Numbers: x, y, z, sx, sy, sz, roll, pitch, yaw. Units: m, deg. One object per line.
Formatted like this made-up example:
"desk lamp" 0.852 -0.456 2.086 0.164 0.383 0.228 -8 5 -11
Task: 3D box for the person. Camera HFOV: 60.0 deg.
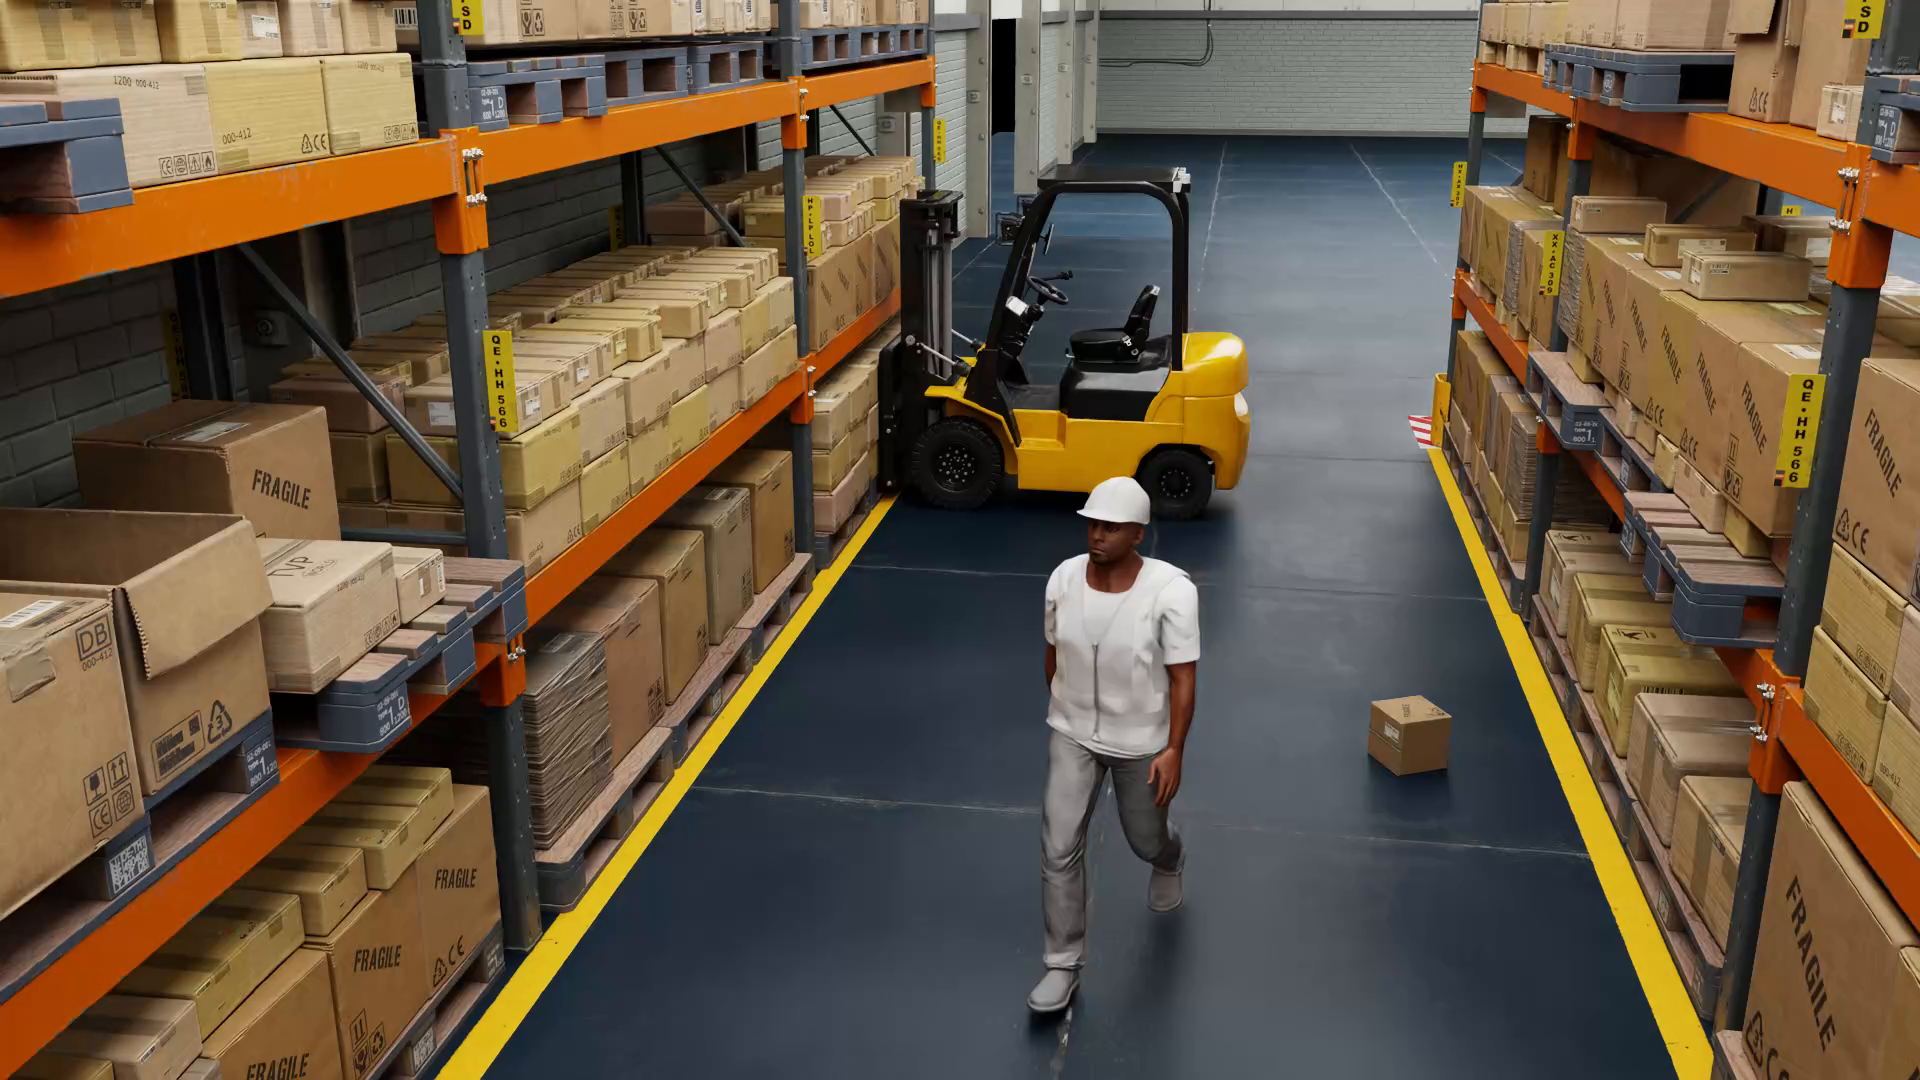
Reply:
"person" 0.515 0.629 5.540 0.563 1.729 0.992 7 19 22
